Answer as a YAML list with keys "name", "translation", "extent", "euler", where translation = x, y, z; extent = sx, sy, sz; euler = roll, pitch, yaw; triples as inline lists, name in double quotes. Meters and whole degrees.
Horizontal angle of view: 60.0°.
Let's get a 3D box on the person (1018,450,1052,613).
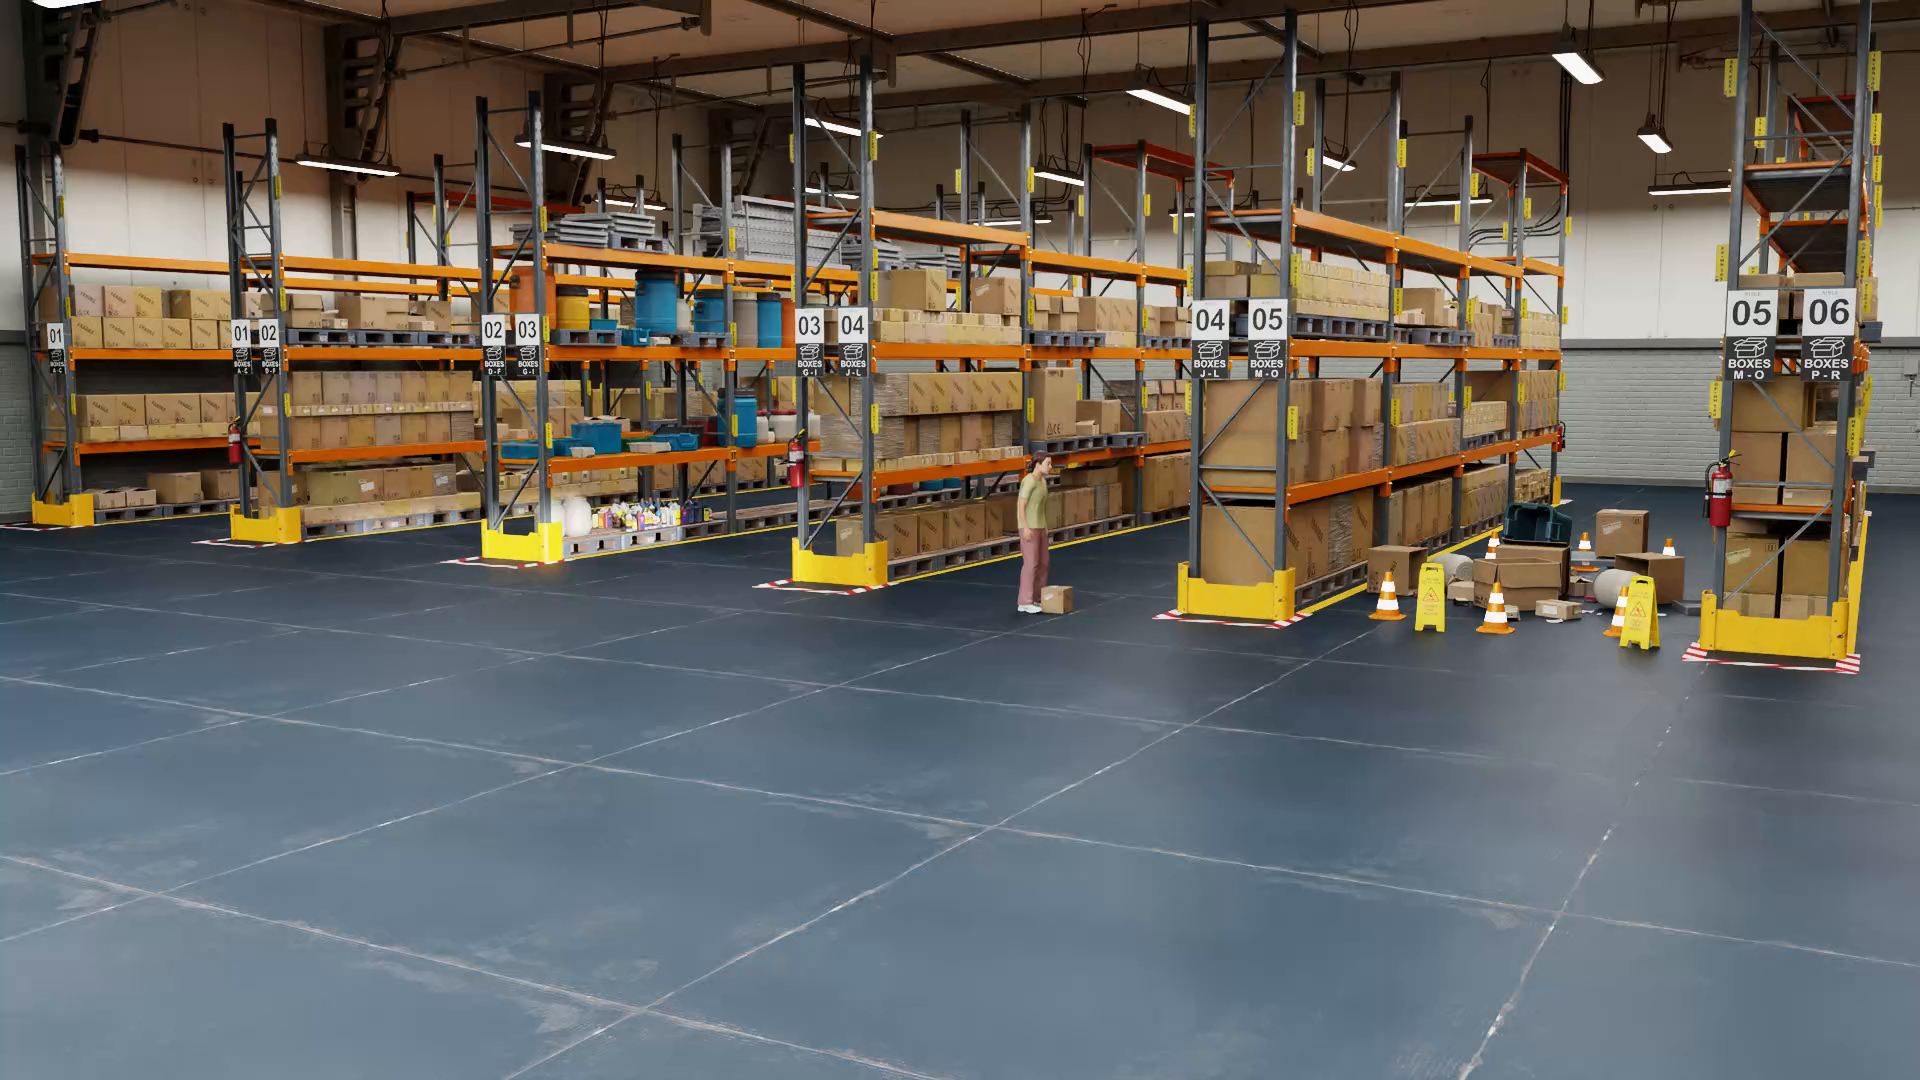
- name: "person"
  translation: [0.788, -0.102, 17.299]
  extent: [0.353, 1.672, 0.504]
  euler: [3, 7, 28]
